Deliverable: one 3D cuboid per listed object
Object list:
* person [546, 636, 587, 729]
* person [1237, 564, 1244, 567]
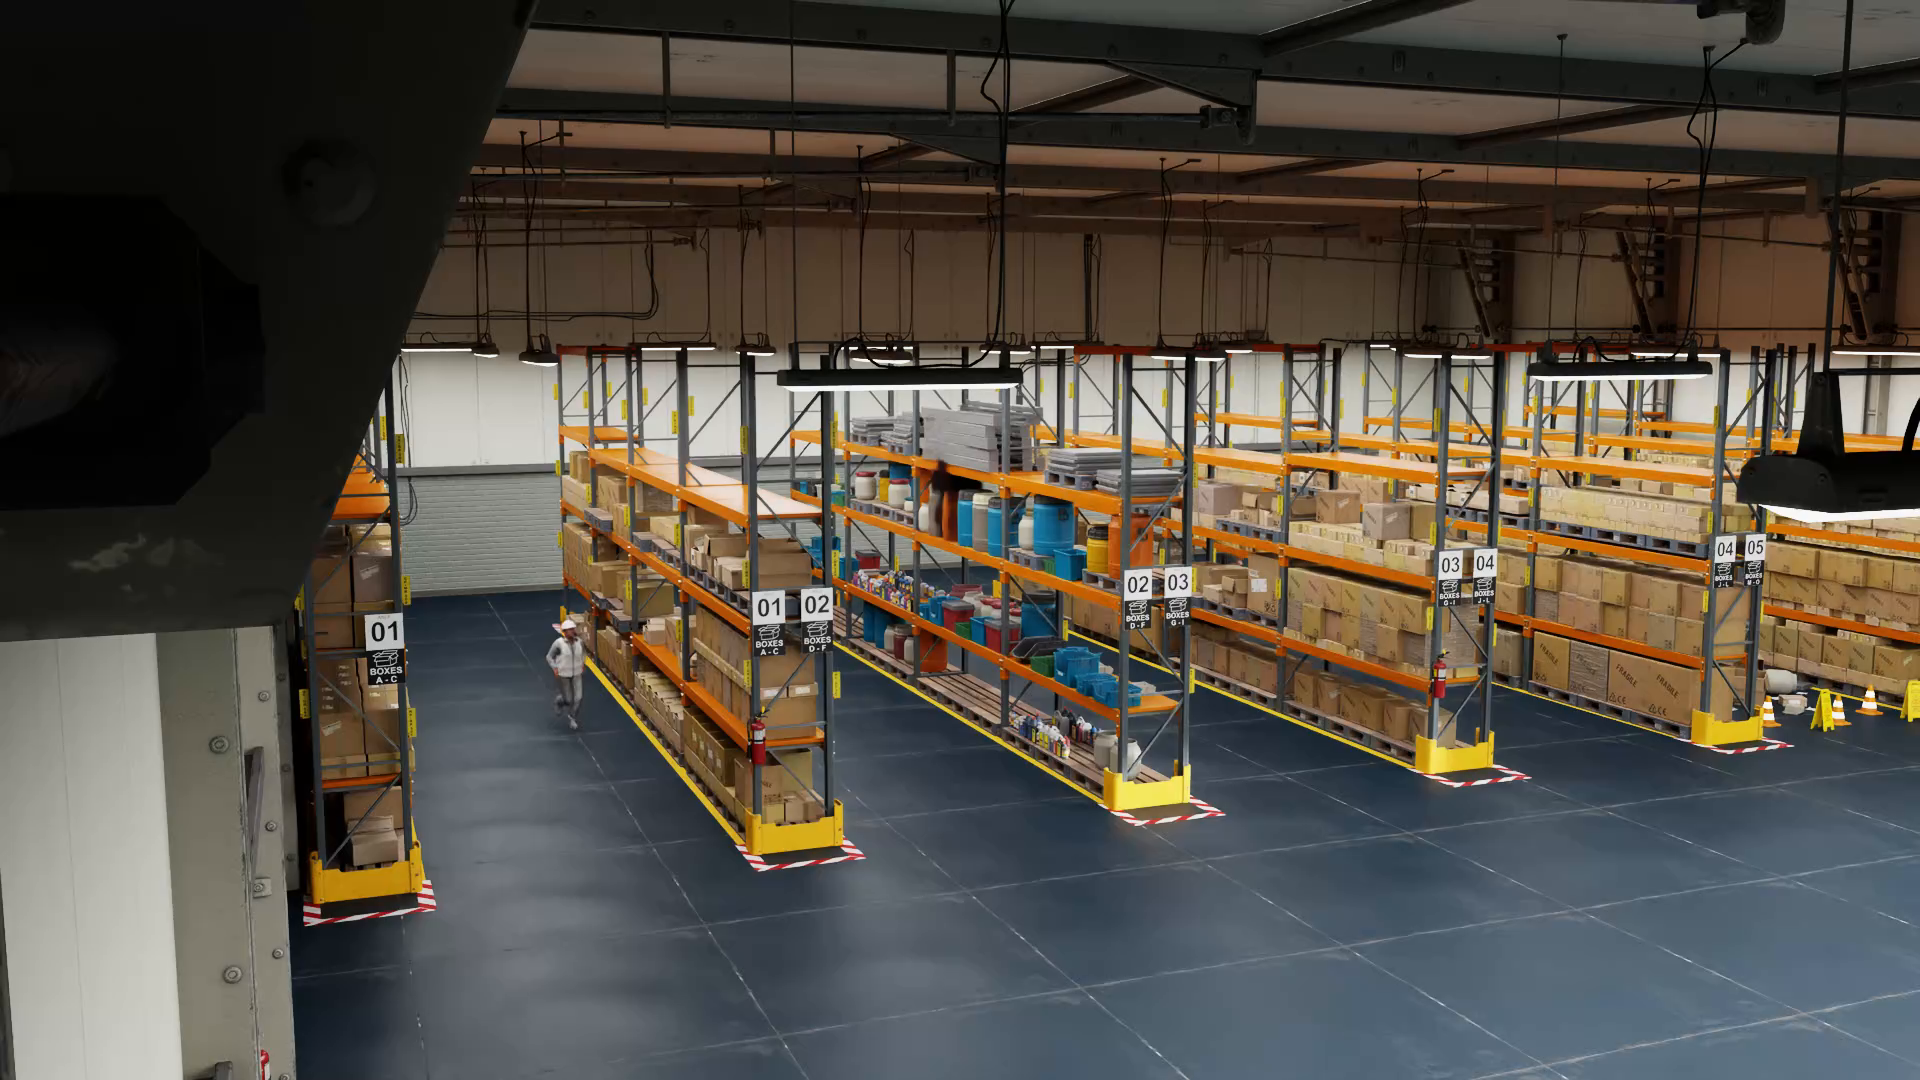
[{"bbox_3d":[-6.269,2.241,26.593,0.674,1.491,0.622,-5,9,-34],"label":"person"},{"bbox_3d":[5.605,0.790,33.833,0.578,0.678,0.386,-1,7,-10],"label":"person"}]
